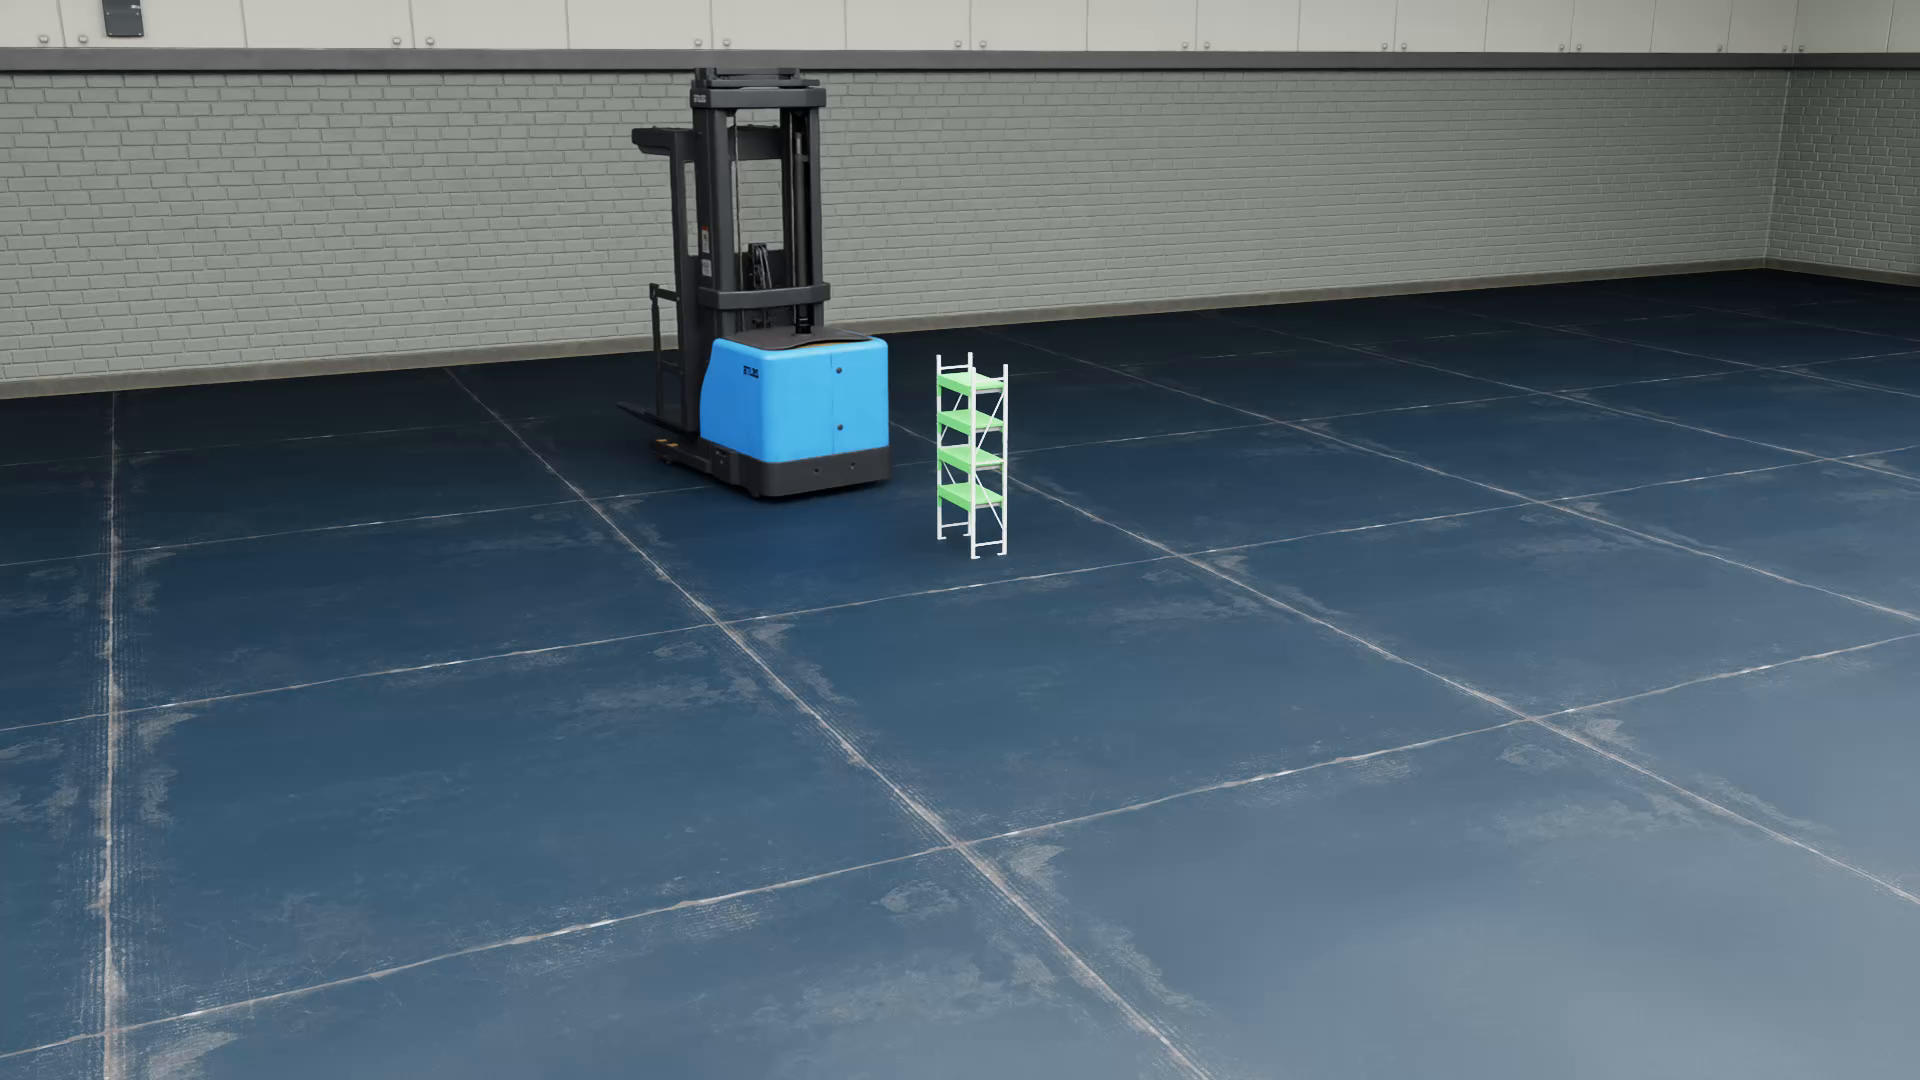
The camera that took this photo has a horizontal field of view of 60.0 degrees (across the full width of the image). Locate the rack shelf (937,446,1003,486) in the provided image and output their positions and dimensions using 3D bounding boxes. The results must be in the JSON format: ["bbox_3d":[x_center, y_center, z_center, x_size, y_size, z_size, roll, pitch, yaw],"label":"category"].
[{"bbox_3d":[0.073,-0.474,10.460,0.258,0.148,0.480,-8,18,-25],"label":"rack shelf"}]

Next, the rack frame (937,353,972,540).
[{"bbox_3d":[-0.034,-0.596,10.653,0.240,1.200,0.015,-8,18,-25],"label":"rack frame"}]

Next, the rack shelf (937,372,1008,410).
[{"bbox_3d":[0.073,-0.936,10.327,0.258,0.148,0.480,-8,18,-25],"label":"rack shelf"}]

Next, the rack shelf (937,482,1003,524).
[{"bbox_3d":[0.073,-0.244,10.526,0.258,0.148,0.480,-8,18,-25],"label":"rack shelf"}]

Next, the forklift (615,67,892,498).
[{"bbox_3d":[-1.753,-2.054,12.593,1.130,2.935,3.031,-11,19,-33],"label":"forklift"}]

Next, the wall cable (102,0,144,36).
[{"bbox_3d":[-6.591,-7.532,14.519,2.305,6.003,0.169,-8,18,-25],"label":"wall cable"}]

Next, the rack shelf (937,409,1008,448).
[{"bbox_3d":[0.073,-0.705,10.394,0.258,0.148,0.480,-8,18,-25],"label":"rack shelf"}]

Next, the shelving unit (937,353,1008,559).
[{"bbox_3d":[0.073,-0.536,10.442,0.258,1.200,0.503,-8,18,-25],"label":"shelving unit"}]

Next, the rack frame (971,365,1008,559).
[{"bbox_3d":[0.179,-0.475,10.231,0.240,1.200,0.015,-8,18,-25],"label":"rack frame"}]
